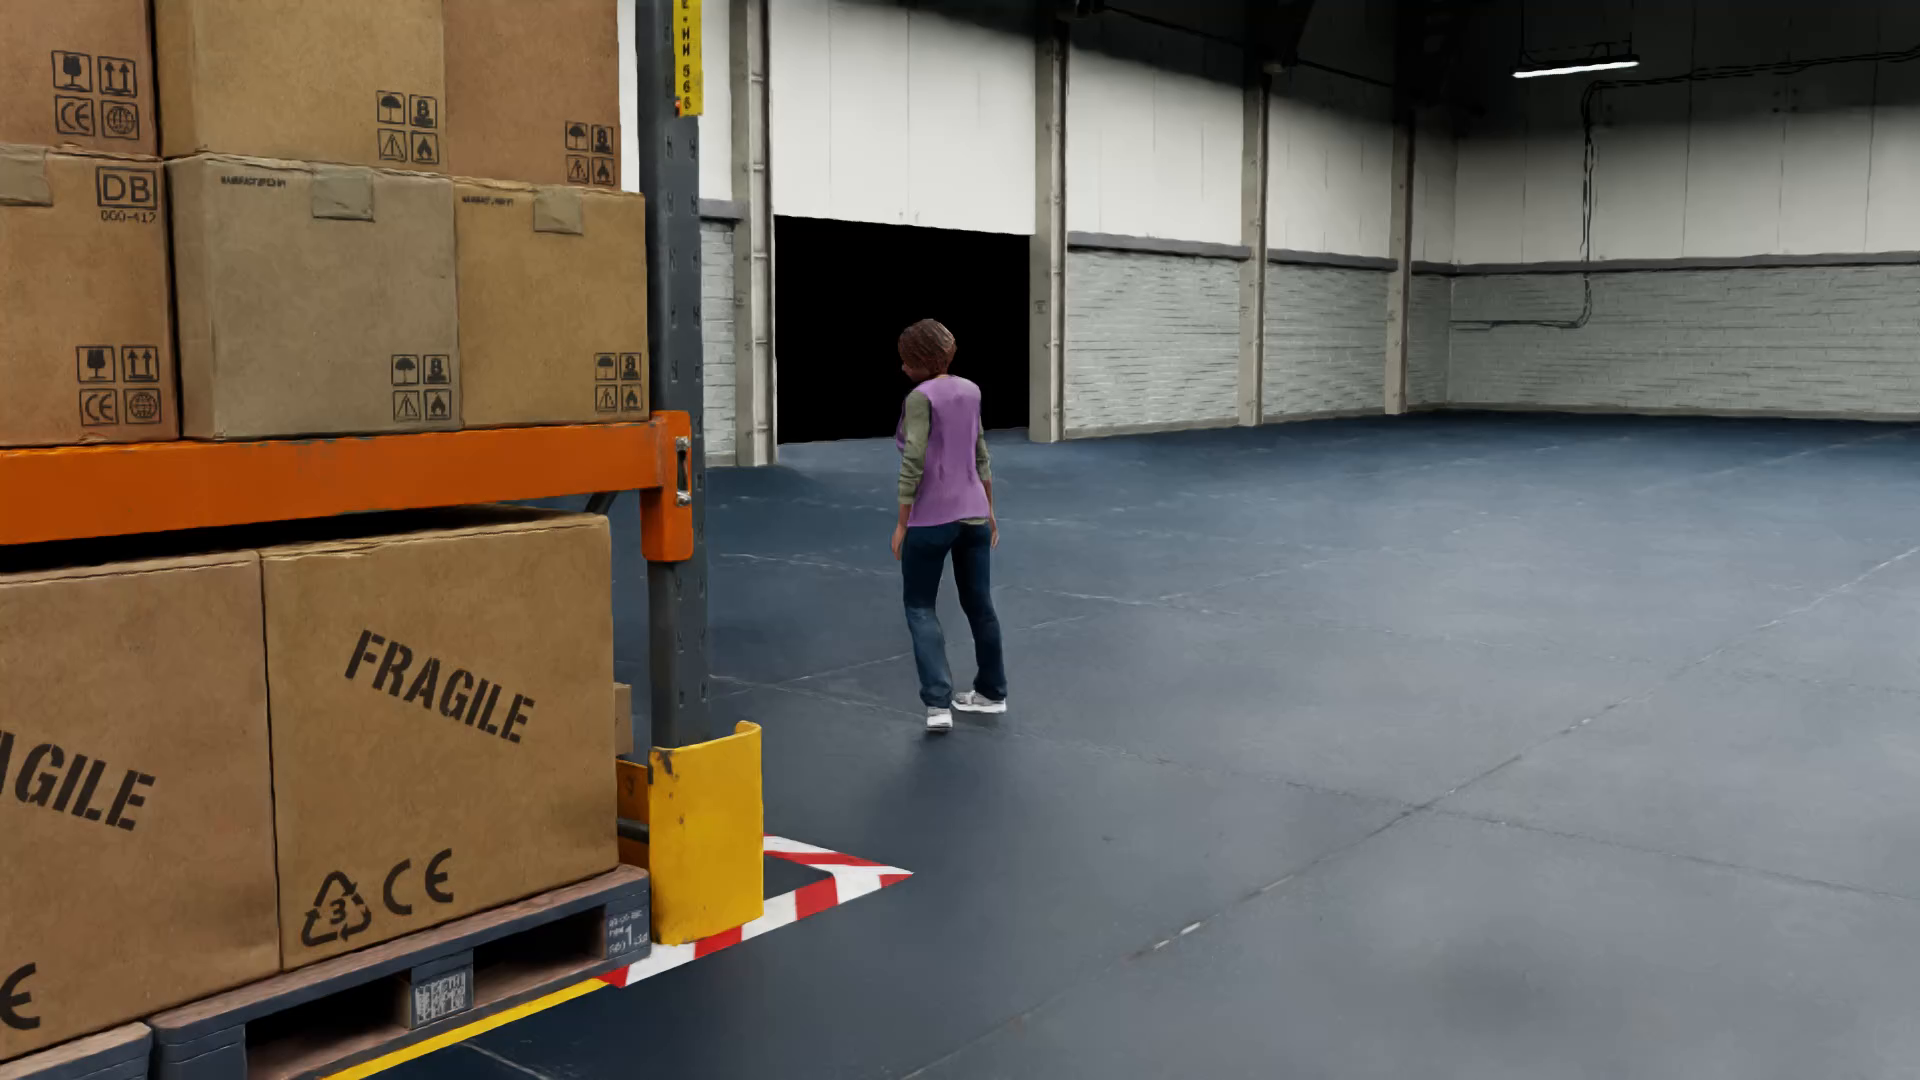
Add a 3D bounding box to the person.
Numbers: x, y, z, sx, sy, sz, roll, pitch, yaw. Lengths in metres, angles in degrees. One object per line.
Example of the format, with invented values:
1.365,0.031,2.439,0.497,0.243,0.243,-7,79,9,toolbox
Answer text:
-0.037,-0.054,6.437,0.544,1.556,0.442,-6,9,-38,person
